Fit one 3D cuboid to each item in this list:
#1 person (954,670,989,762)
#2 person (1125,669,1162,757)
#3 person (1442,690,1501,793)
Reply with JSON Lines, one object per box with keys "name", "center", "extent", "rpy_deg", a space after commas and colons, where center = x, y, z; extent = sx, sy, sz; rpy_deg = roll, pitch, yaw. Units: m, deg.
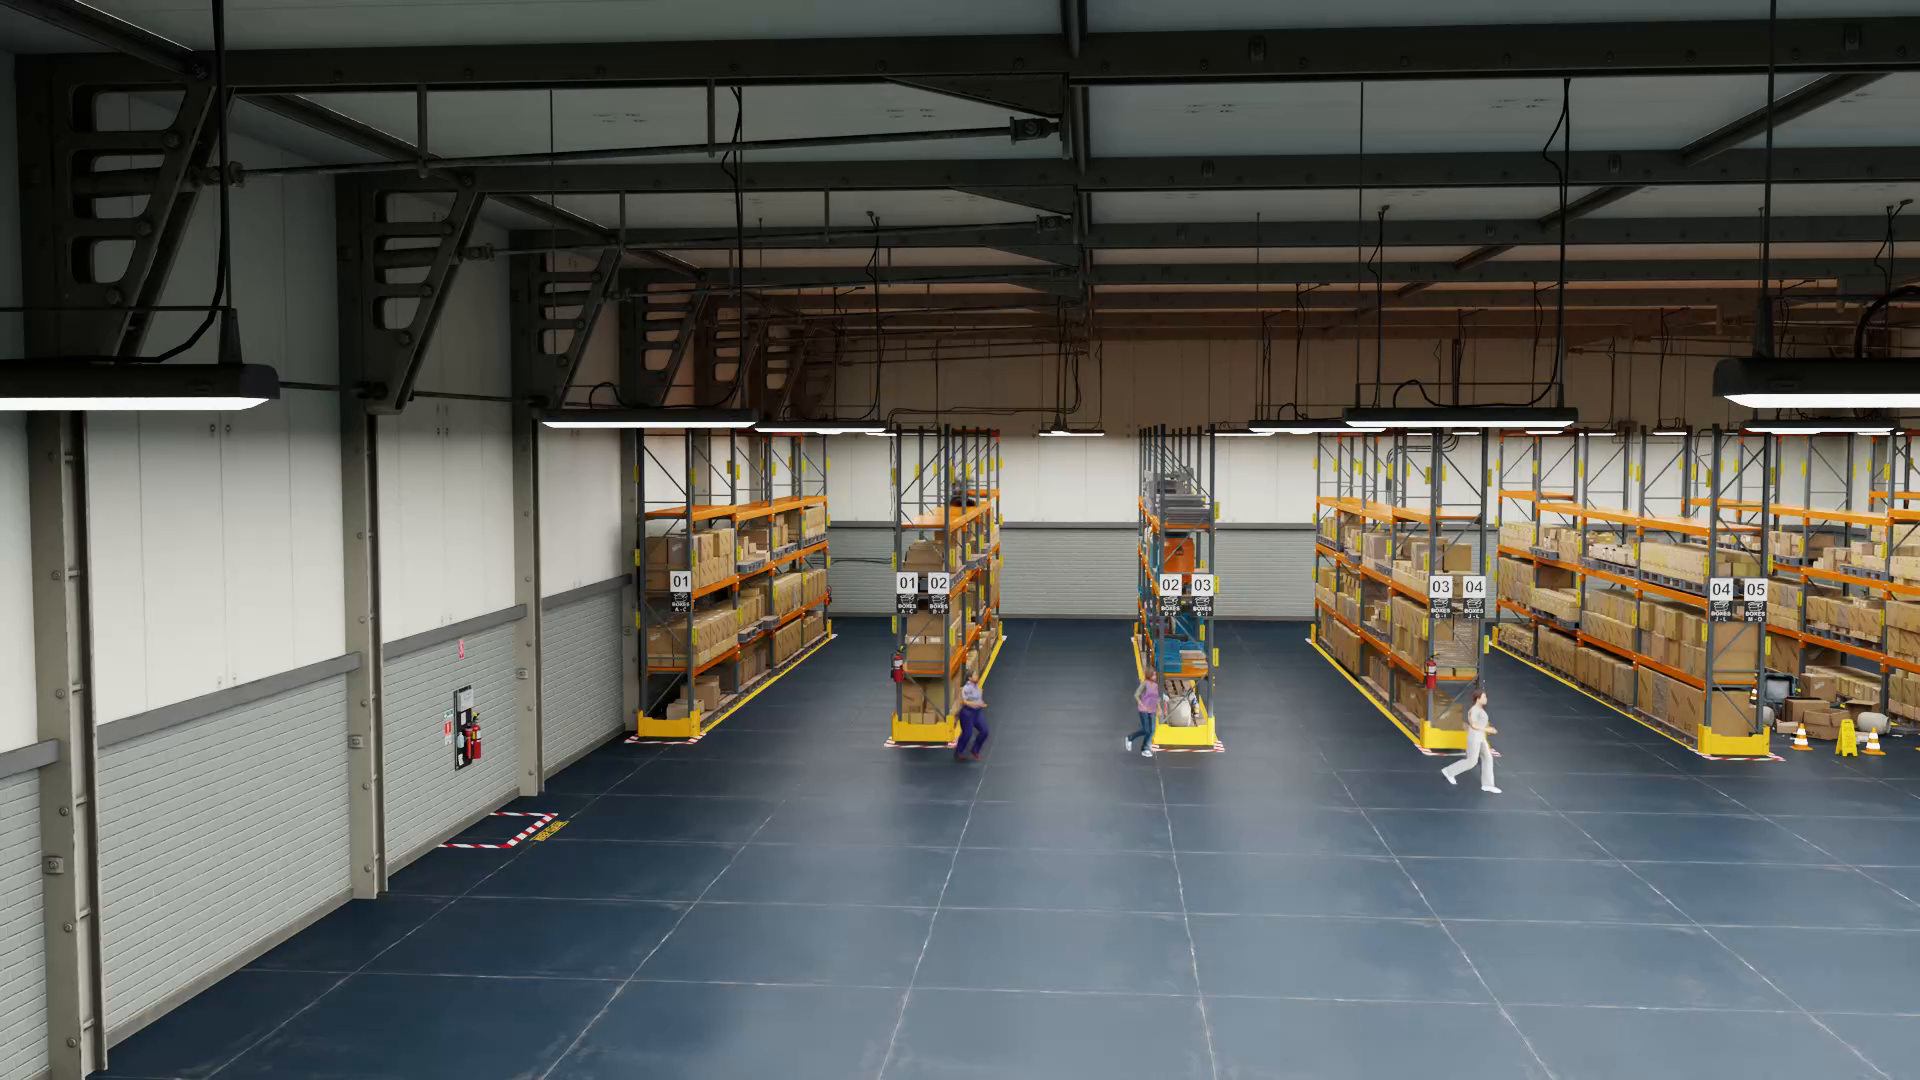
{"name": "person", "center": [0.209, 3.130, 29.442], "extent": [0.696, 1.678, 0.599], "rpy_deg": [2, 4, 31]}
{"name": "person", "center": [3.384, 3.111, 30.160], "extent": [0.598, 1.544, 0.610], "rpy_deg": [-3, 5, -42]}
{"name": "person", "center": [8.316, 3.247, 26.984], "extent": [0.926, 1.656, 0.550], "rpy_deg": [2, 4, 29]}
